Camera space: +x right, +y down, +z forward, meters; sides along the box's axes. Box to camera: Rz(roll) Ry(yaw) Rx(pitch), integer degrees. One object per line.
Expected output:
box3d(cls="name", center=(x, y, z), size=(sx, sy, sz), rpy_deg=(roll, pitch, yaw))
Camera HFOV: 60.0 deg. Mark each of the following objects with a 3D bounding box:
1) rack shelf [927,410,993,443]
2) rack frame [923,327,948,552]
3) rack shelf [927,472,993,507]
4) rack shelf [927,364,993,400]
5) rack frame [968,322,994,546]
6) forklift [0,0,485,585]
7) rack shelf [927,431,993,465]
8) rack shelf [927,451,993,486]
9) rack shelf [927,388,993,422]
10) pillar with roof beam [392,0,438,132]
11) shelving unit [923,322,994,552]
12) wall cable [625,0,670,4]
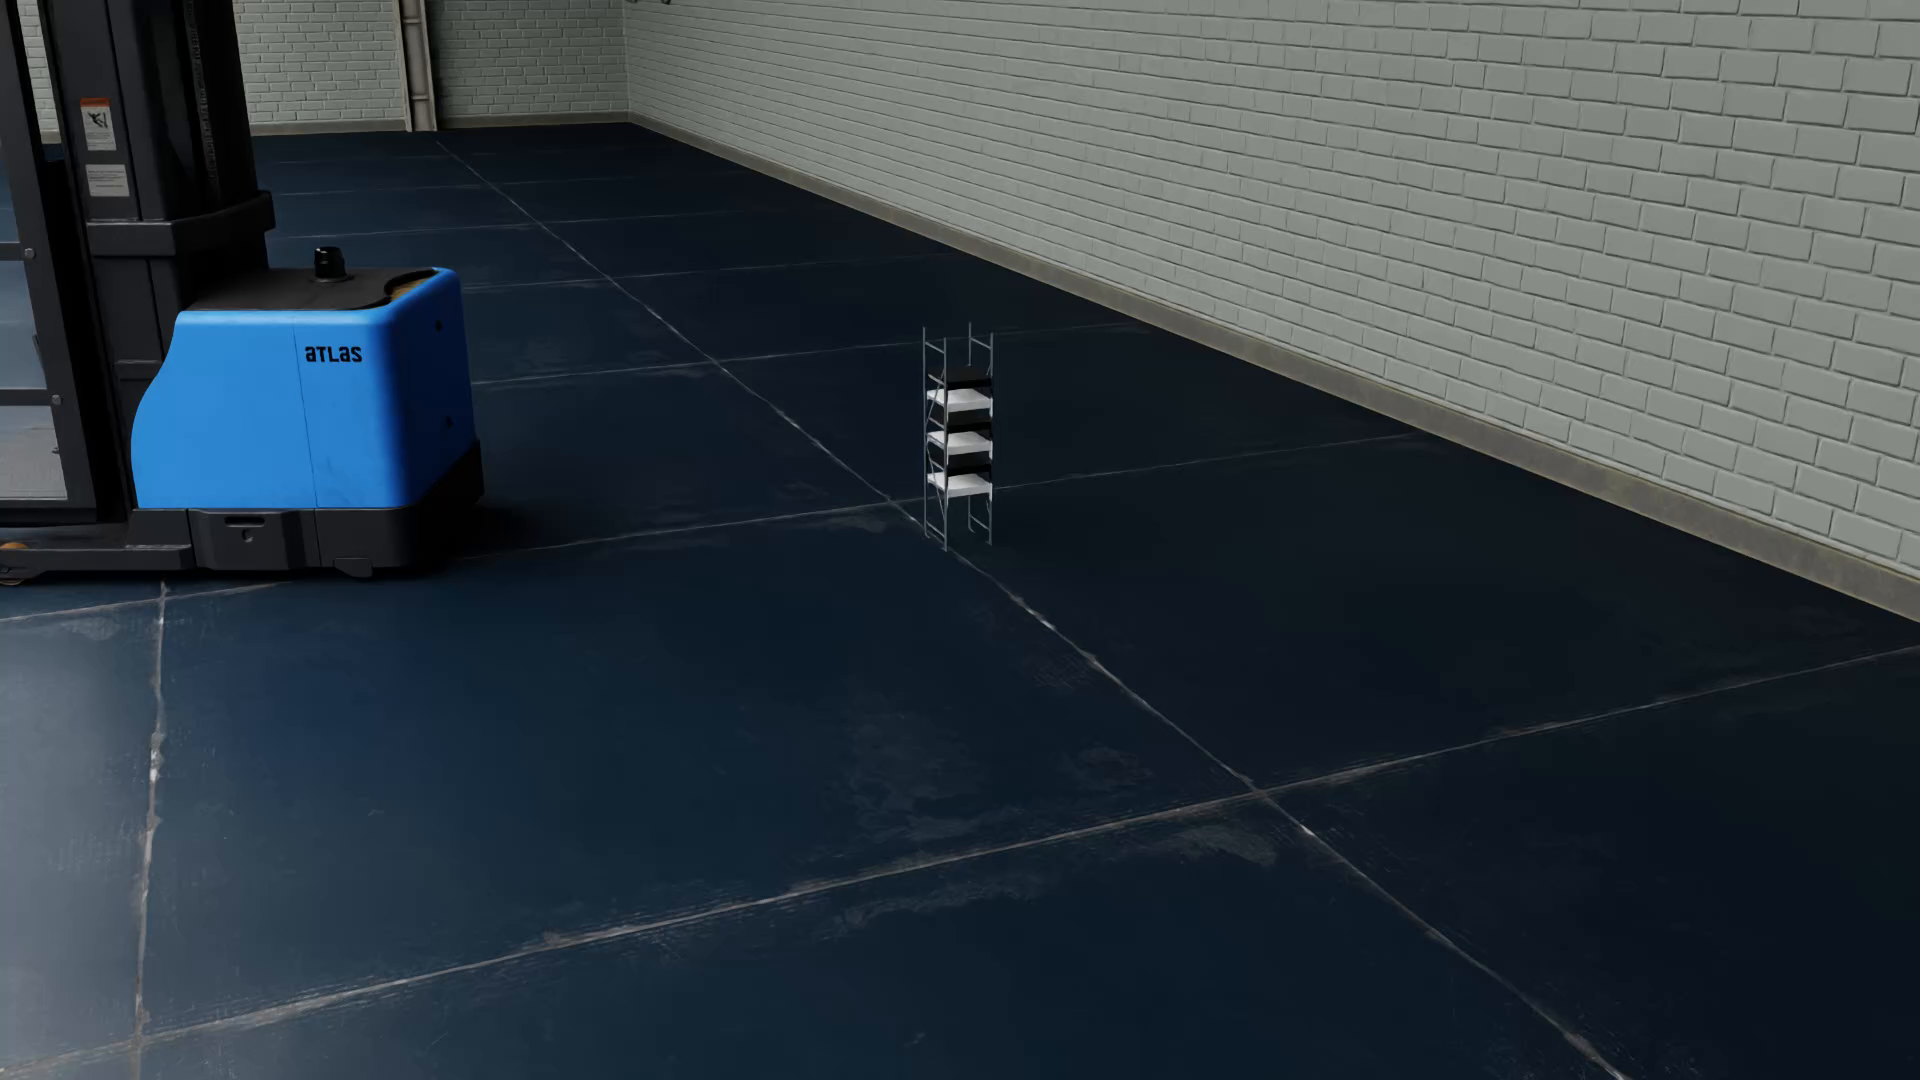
box3d(cls="rack shelf", center=(-0.007, -0.477, 6.851), size=(0.200, 0.077, 0.258), rpy_deg=(-8, 21, -22))
box3d(cls="rack frame", center=(-0.101, -0.410, 6.832), size=(0.006, 0.900, 0.240), rpy_deg=(-8, 21, -22))
box3d(cls="rack shelf", center=(-0.007, -0.222, 6.940), size=(0.200, 0.077, 0.258), rpy_deg=(-8, 21, -22))
box3d(cls="rack shelf", center=(-0.007, -0.647, 6.791), size=(0.200, 0.077, 0.258), rpy_deg=(-8, 21, -22))
box3d(cls="rack frame", center=(0.086, -0.437, 6.908), size=(0.006, 0.900, 0.240), rpy_deg=(-8, 21, -22))
box3d(cls="forklift", center=(-3.631, -1.381, 6.530), size=(3.031, 2.935, 1.130), rpy_deg=(0, 19, 0))
box3d(cls="rack shelf", center=(-0.007, -0.392, 6.881), size=(0.200, 0.077, 0.258), rpy_deg=(-8, 21, -22))
box3d(cls="rack shelf", center=(-0.007, -0.307, 6.911), size=(0.200, 0.077, 0.258), rpy_deg=(-8, 21, -22))
box3d(cls="rack shelf", center=(-0.007, -0.562, 6.821), size=(0.200, 0.077, 0.258), rpy_deg=(-8, 21, -22))
box3d(cls="pillar with roof beam", center=(-5.858, -8.688, 18.147), size=(0.400, 9.000, 9.100), rpy_deg=(-8, 21, -22))
box3d(cls="shelving unit", center=(-0.007, -0.423, 6.870), size=(0.210, 0.900, 0.258), rpy_deg=(-8, 21, -22))
box3d(cls="wall cable", center=(-4.334, -8.520, 22.346), size=(0.112, 2.526, 3.097), rpy_deg=(-8, 21, -22))
